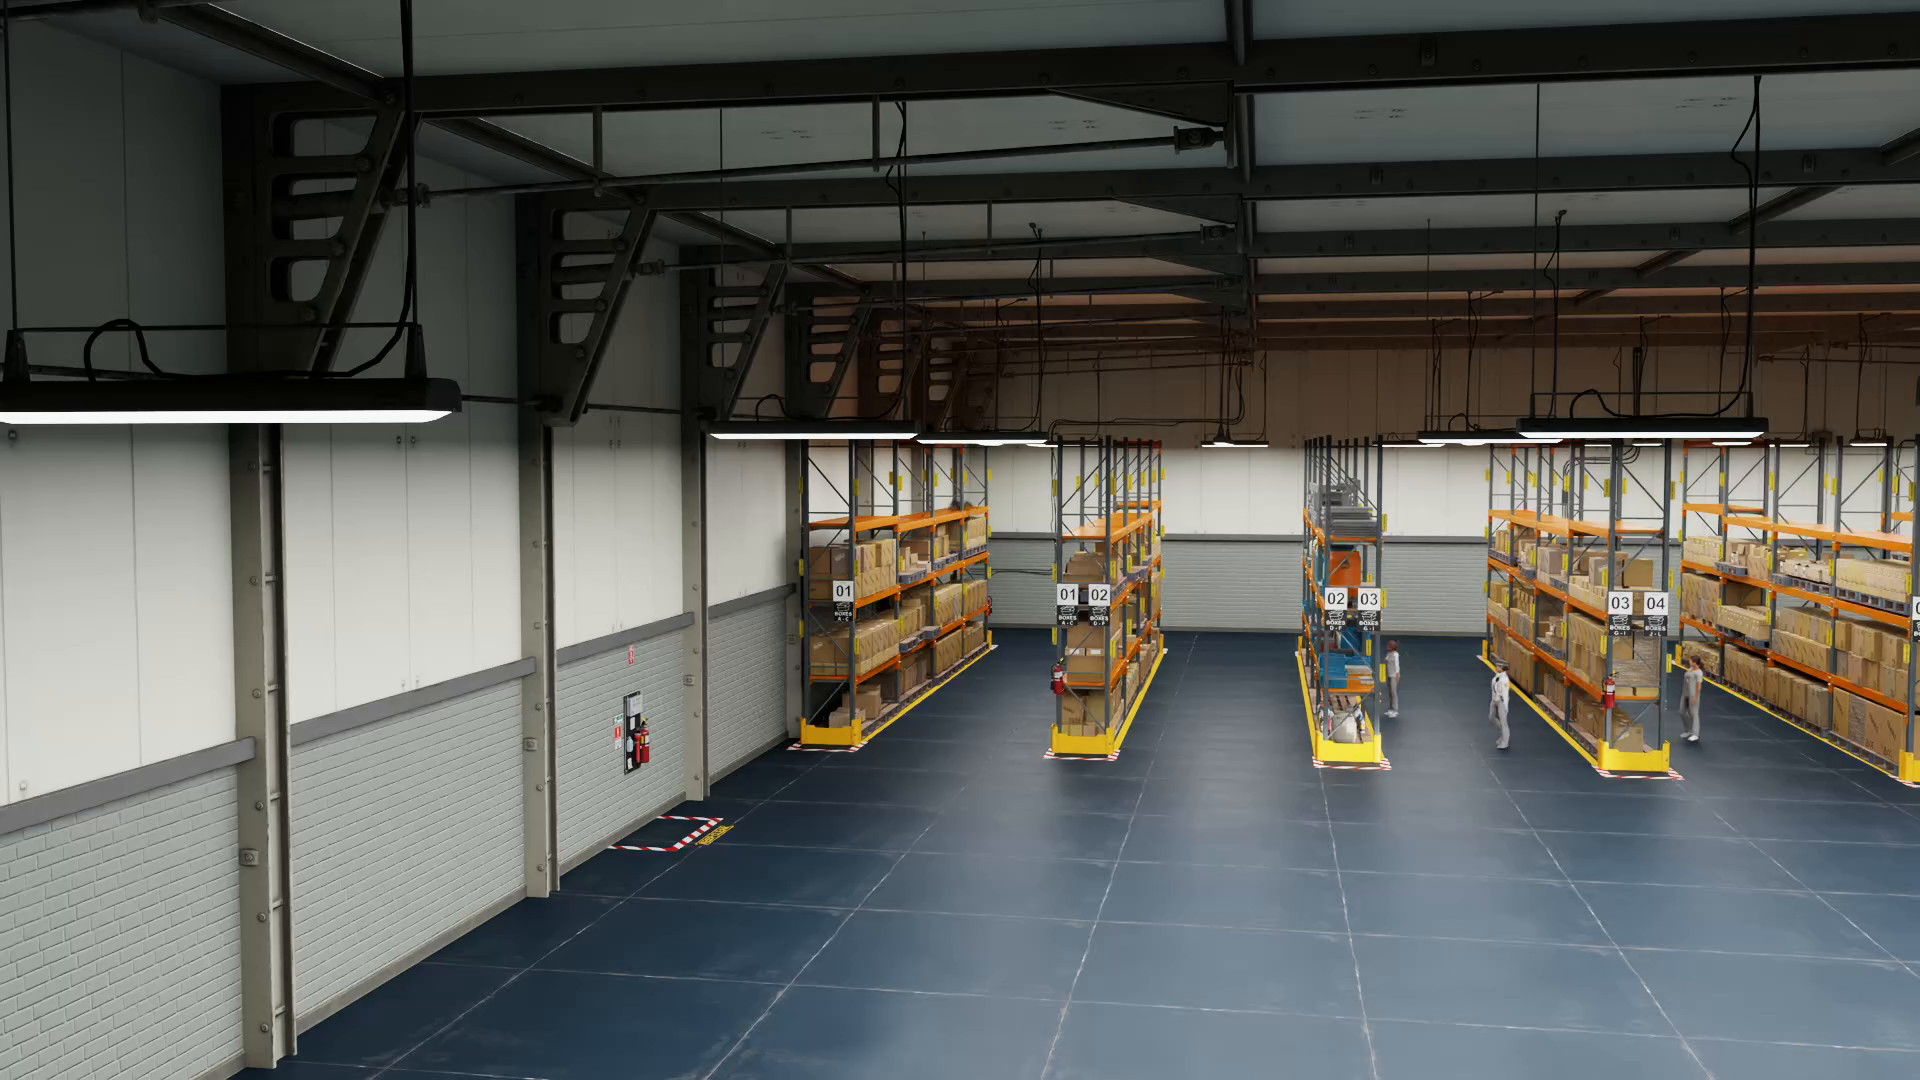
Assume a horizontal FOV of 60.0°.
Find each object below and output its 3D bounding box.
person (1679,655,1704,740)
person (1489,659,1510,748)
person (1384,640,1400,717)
[{"bbox_3d":[14.467,3.114,32.923,0.401,1.707,0.558,-1,3,-18],"label":"person"},{"bbox_3d":[10.439,3.141,32.028,0.417,1.688,0.553,0,3,-2],"label":"person"},{"bbox_3d":[9.306,2.981,35.883,0.389,1.609,0.532,-1,3,-11],"label":"person"}]
